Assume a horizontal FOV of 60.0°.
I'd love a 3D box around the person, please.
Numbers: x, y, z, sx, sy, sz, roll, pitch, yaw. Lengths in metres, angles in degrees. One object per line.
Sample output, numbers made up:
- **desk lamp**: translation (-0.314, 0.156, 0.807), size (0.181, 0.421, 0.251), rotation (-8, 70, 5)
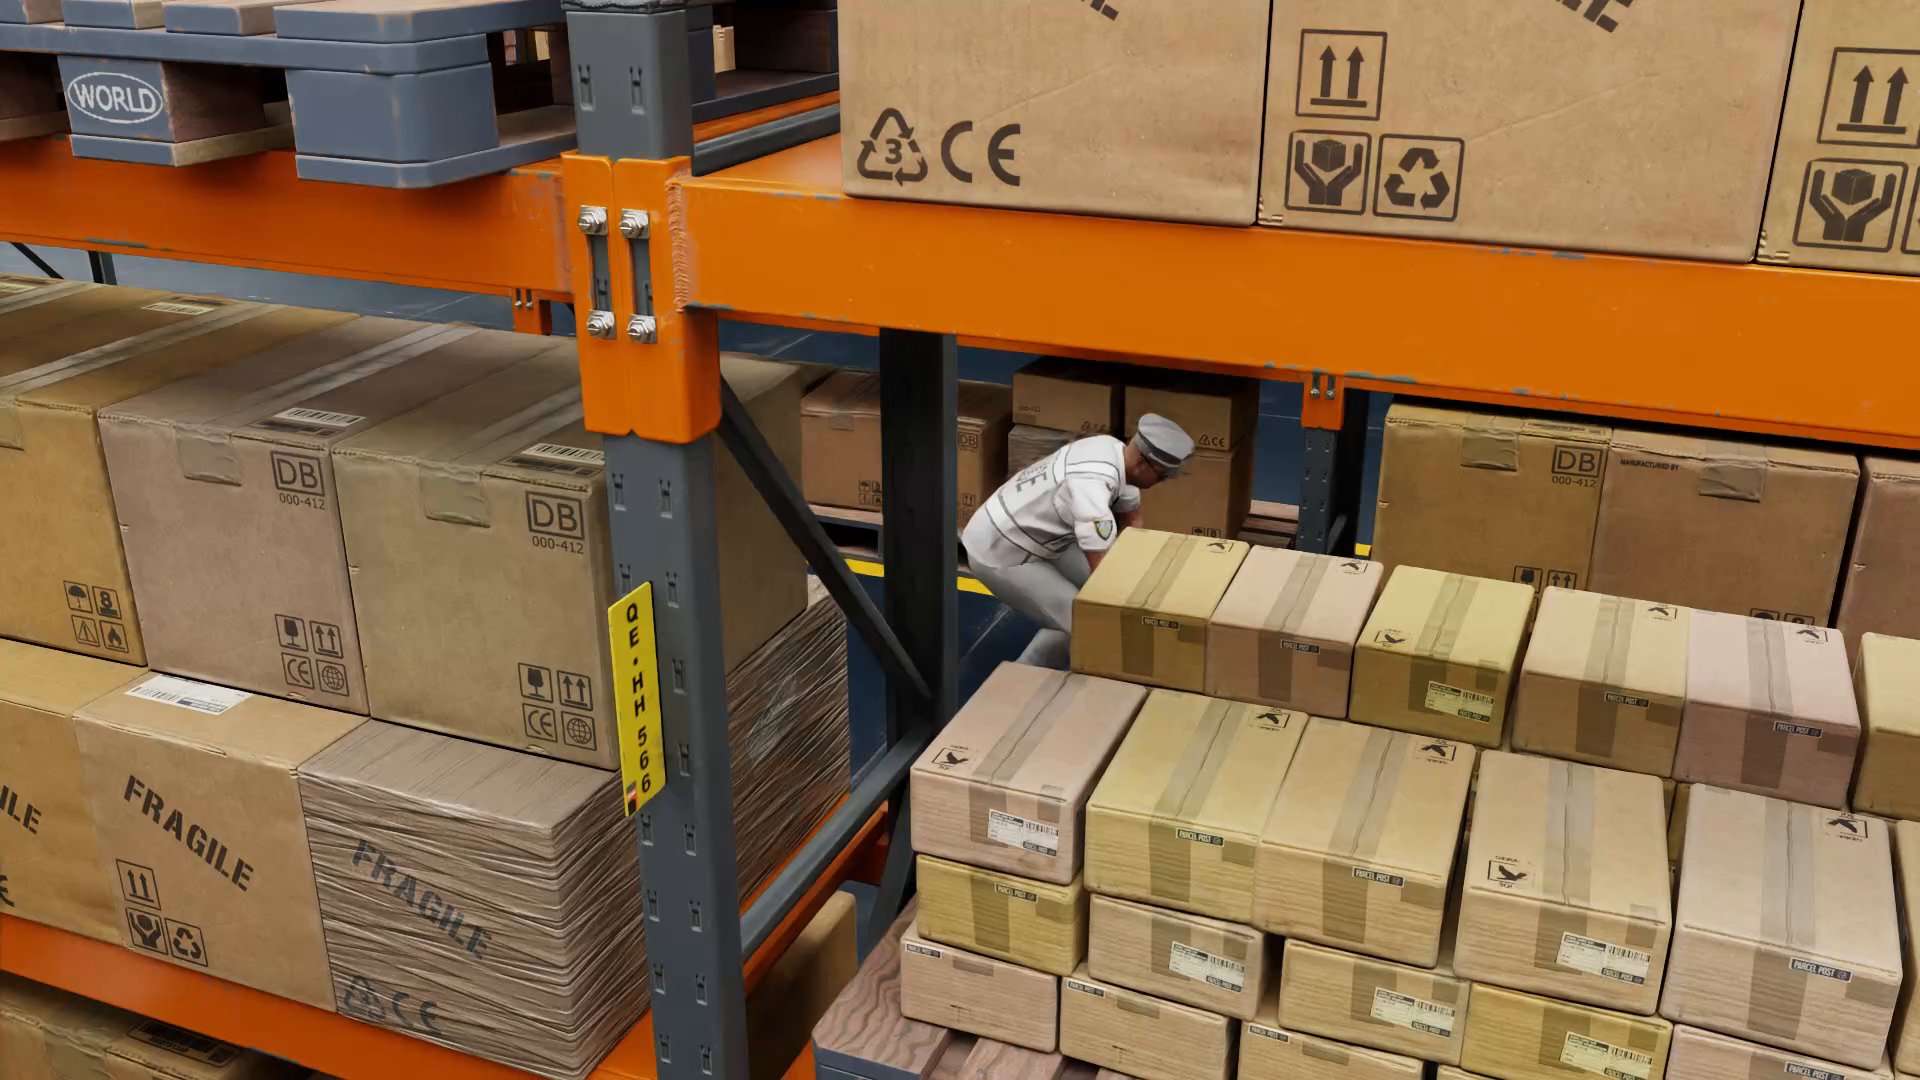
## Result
- **person**: translation (0.470, 0.067, 6.644), size (0.891, 1.208, 0.580), rotation (9, 24, 20)
